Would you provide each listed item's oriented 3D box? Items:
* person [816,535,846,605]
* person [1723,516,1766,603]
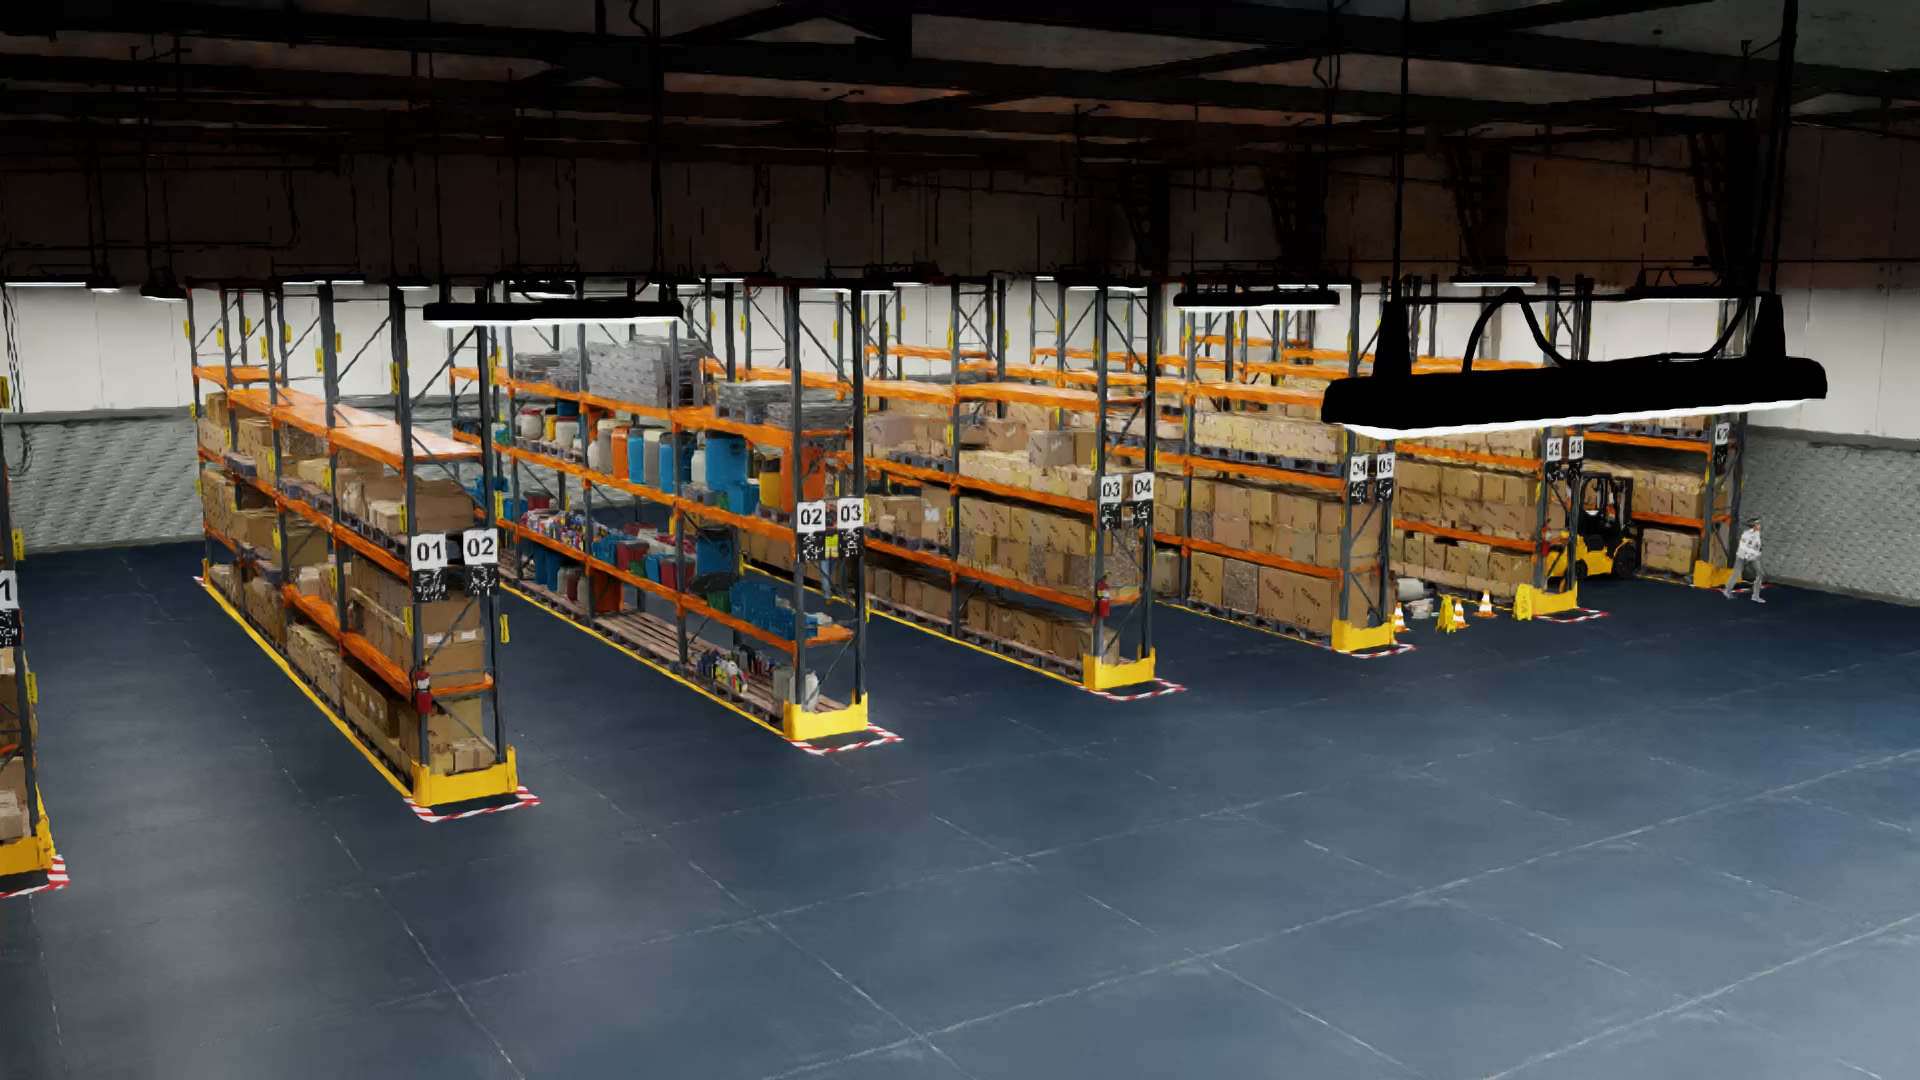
[{"bbox_3d":[-2.309,0.262,29.593,0.570,1.707,1.038,-4,10,-23],"label":"person"},{"bbox_3d":[14.762,0.335,31.148,0.636,1.621,0.814,-5,11,-26],"label":"person"}]
